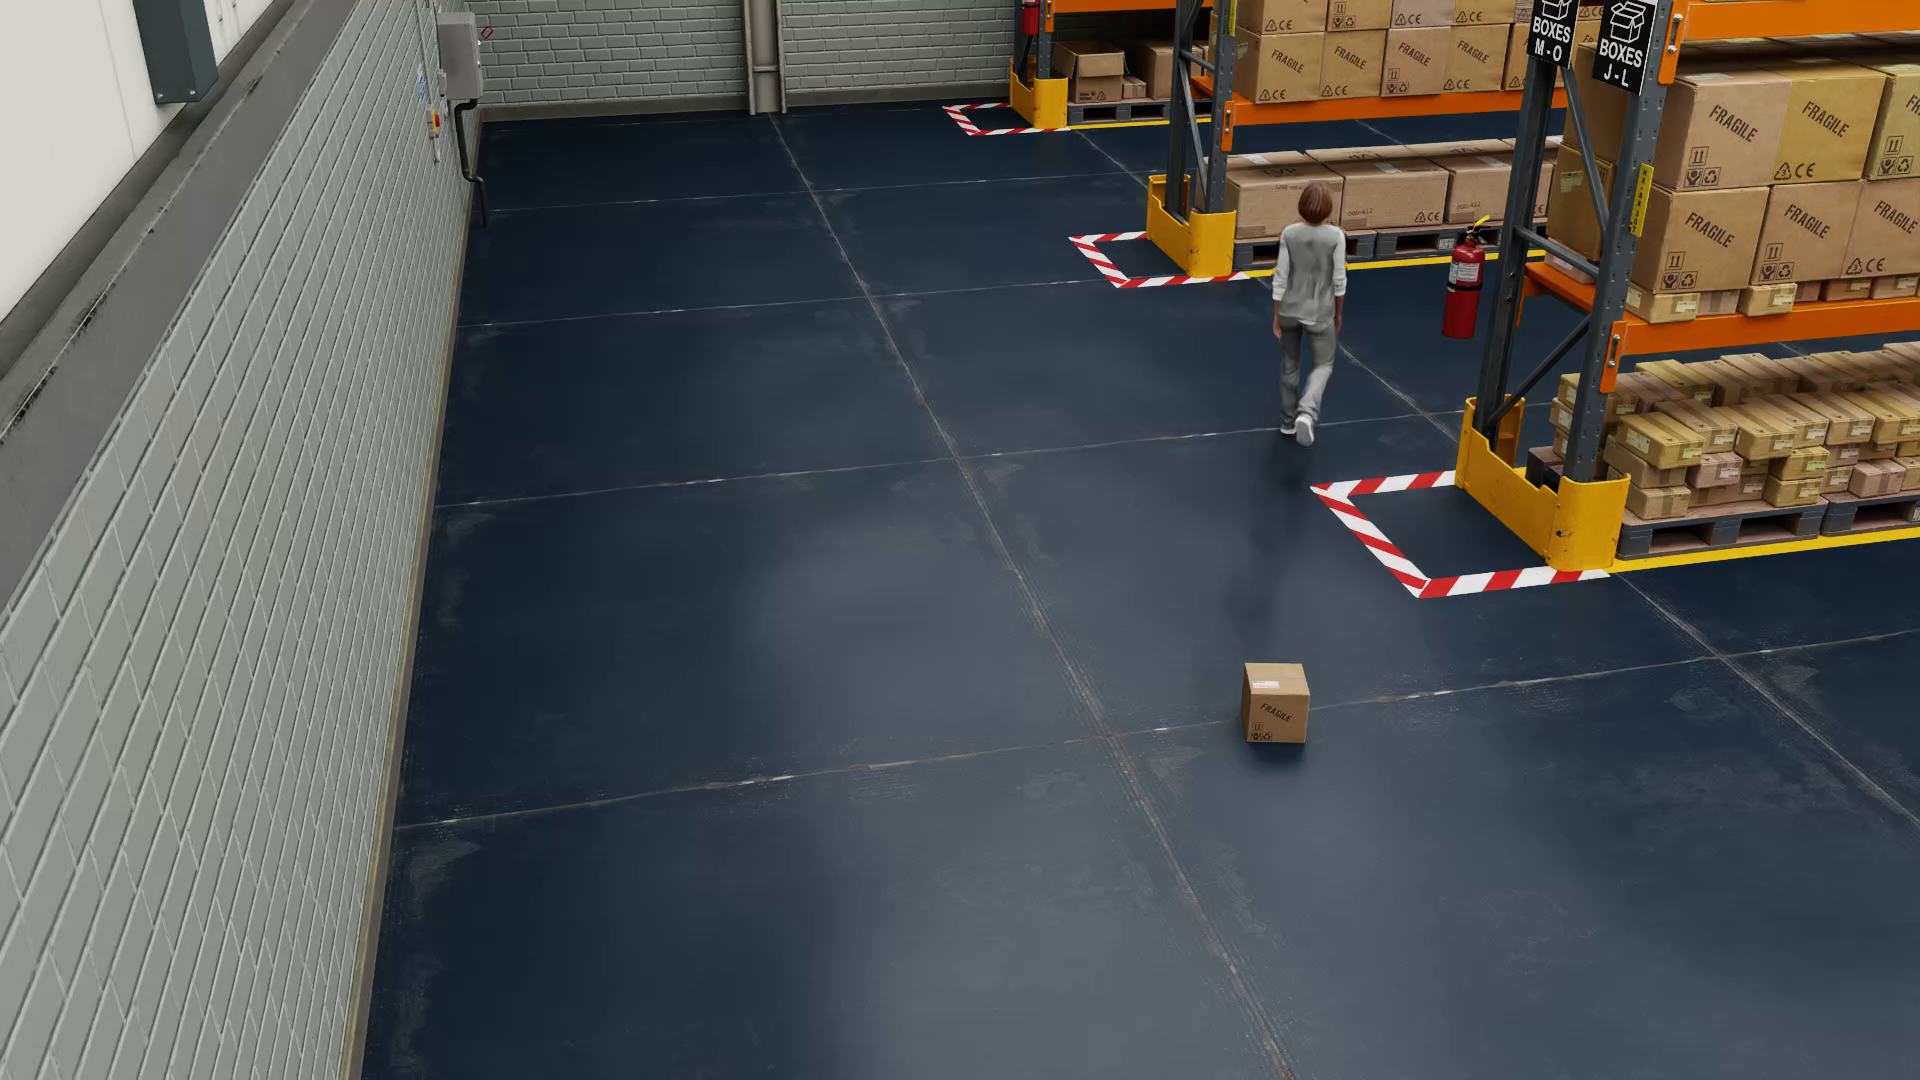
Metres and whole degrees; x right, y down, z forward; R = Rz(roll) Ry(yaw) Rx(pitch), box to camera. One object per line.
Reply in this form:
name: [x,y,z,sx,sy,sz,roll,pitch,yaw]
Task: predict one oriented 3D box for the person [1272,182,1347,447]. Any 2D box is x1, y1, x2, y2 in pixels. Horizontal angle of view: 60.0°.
person: [1.997,-1.290,9.613,0.410,1.580,0.688,10,29,18]
